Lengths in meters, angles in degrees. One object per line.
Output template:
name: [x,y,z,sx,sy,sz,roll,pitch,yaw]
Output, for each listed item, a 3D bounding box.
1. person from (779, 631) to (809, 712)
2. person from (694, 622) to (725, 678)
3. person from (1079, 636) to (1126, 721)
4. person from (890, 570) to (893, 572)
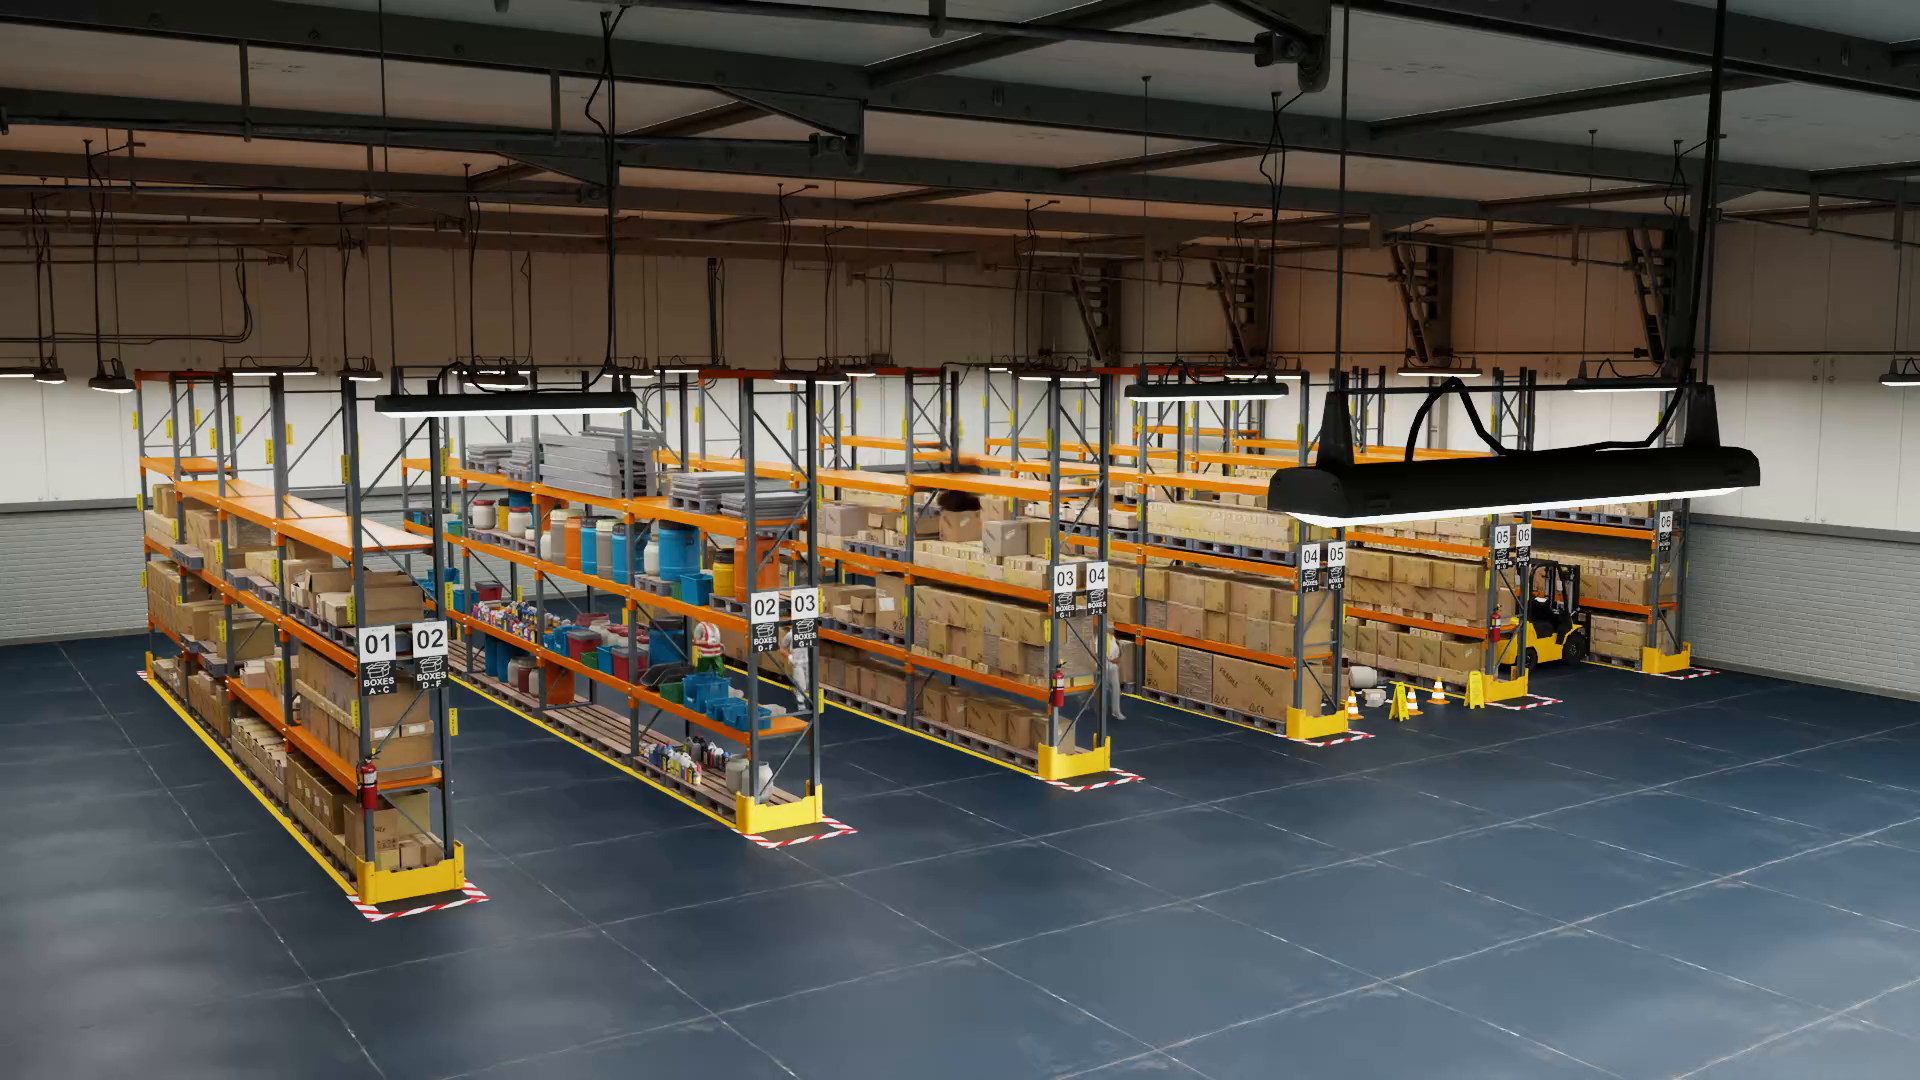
person: [-2.838,2.195,29.232,0.657,1.693,0.673,-5,8,-37]
person: [-4.459,2.077,29.610,0.645,1.804,0.937,-5,8,-38]
person: [2.525,2.362,28.905,0.888,1.468,0.545,6,9,43]
person: [-1.368,1.521,35.244,0.716,1.695,0.625,-4,8,-33]
